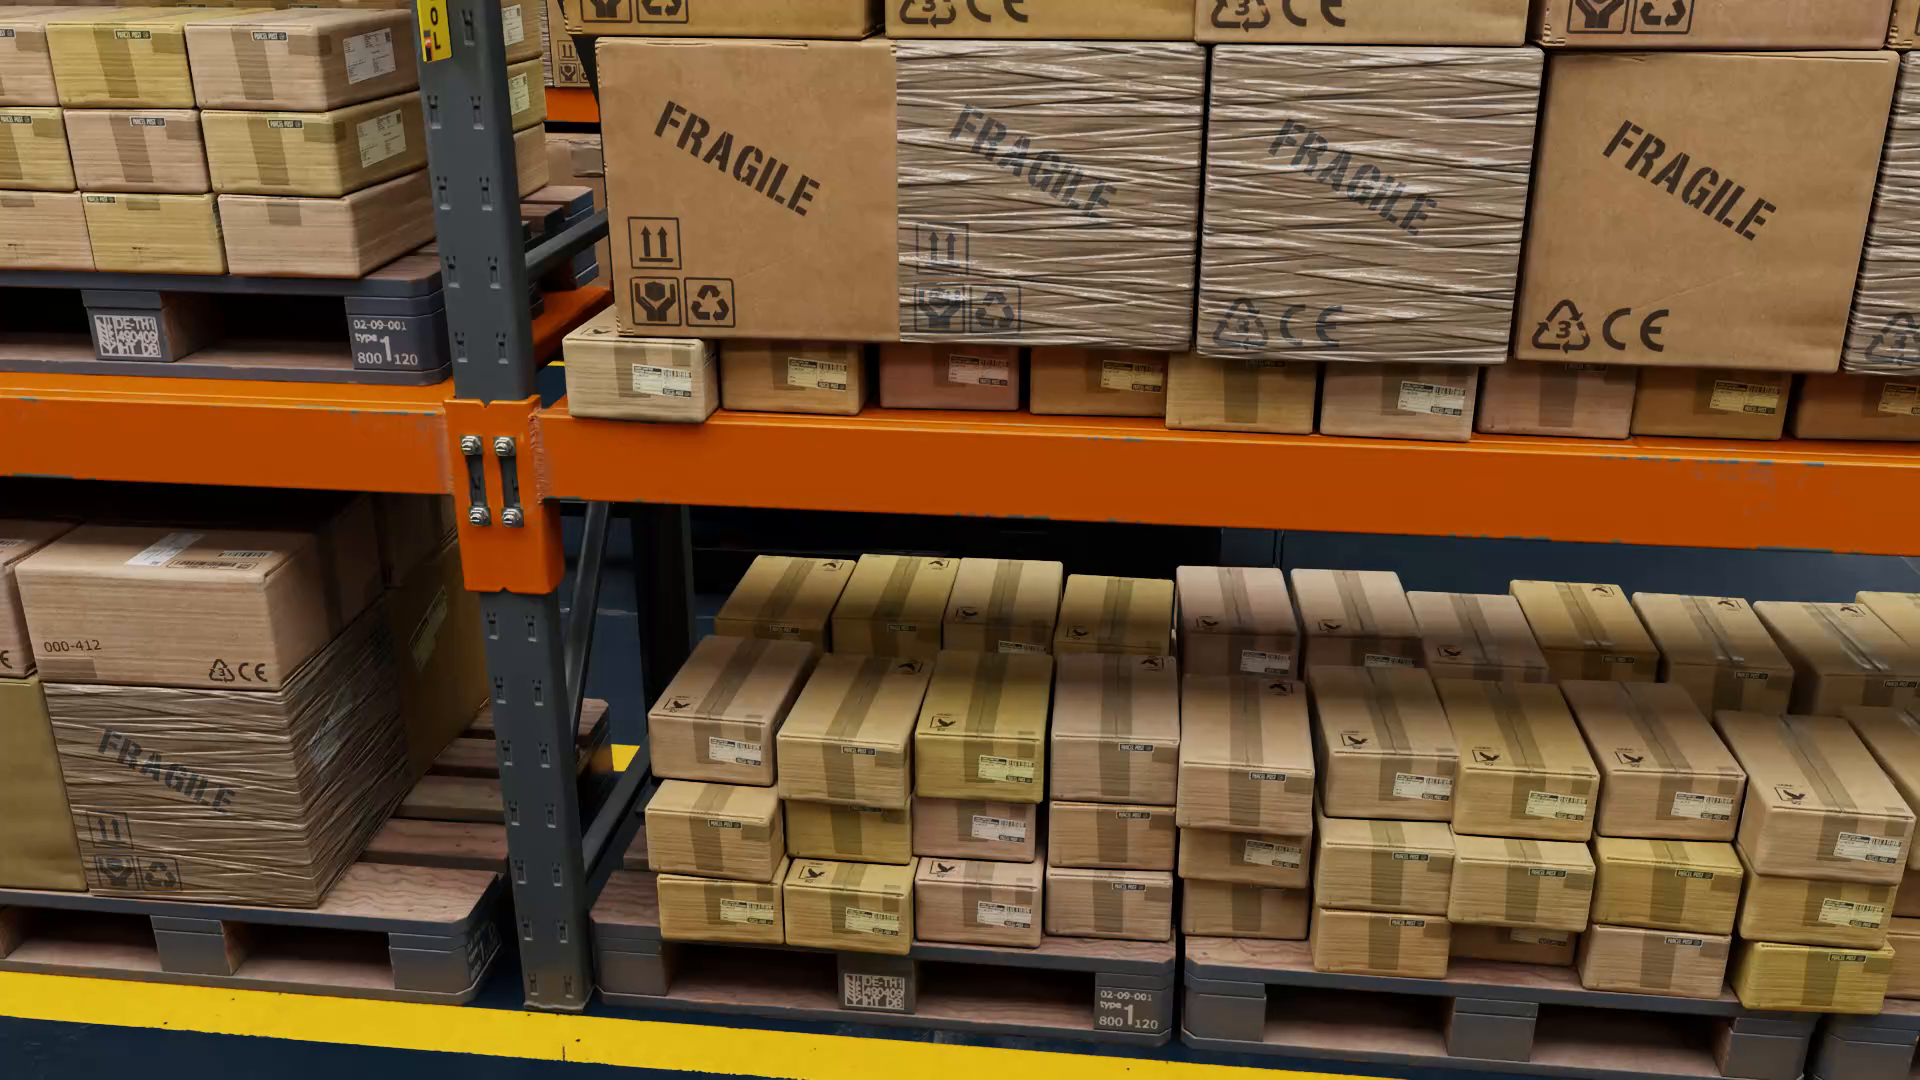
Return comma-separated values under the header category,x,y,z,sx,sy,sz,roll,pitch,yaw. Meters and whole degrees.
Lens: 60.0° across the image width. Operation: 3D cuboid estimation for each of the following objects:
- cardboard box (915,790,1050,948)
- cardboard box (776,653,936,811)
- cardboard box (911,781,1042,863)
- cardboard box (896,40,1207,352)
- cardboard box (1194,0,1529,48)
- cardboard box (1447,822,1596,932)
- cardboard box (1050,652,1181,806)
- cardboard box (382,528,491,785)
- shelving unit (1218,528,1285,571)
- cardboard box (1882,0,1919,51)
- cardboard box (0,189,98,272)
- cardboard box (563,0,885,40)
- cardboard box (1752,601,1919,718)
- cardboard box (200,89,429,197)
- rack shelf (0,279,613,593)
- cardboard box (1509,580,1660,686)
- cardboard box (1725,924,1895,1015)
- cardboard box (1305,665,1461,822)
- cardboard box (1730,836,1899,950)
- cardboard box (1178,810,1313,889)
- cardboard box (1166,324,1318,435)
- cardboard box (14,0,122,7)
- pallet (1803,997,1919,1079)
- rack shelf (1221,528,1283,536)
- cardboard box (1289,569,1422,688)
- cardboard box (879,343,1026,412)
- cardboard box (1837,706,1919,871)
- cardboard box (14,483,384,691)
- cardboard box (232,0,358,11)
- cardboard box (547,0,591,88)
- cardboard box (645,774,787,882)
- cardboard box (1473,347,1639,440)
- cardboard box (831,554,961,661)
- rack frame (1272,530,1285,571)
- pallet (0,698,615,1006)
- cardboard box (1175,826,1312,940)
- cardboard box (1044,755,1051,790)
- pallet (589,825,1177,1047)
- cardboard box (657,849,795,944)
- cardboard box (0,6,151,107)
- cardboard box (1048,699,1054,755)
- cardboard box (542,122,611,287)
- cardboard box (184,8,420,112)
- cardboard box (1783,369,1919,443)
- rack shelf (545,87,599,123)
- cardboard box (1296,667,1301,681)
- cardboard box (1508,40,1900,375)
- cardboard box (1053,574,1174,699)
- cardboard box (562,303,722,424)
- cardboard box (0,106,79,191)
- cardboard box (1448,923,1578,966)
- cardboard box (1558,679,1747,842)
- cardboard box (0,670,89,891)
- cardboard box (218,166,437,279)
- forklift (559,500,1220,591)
category,x,y,z,sx,sy,sz,roll,pitch,yaw
cardboard box,0.056,0.672,3.467,0.250,0.149,0.380,2,22,6
cardboard box,-0.201,0.383,3.389,0.250,0.149,0.380,4,22,9
cardboard box,0.045,0.505,3.484,0.250,0.149,0.380,2,22,6
cardboard box,0.169,-0.648,2.958,0.500,0.500,0.500,2,22,6
cardboard box,0.647,-1.086,2.708,0.500,0.500,0.500,3,22,7
cardboard box,1.068,0.592,3.264,0.250,0.149,0.380,3,22,7
cardboard box,0.317,0.379,3.399,0.250,0.149,0.380,2,22,5
cardboard box,-1.488,0.243,4.073,0.500,0.500,0.500,3,22,8
shelving unit,0.967,-0.296,5.464,0.210,0.900,0.258,2,22,5
cardboard box,1.682,-1.042,2.595,0.500,0.500,0.500,4,22,9
cardboard box,-1.708,-0.641,3.252,0.250,0.149,0.380,2,22,6
cardboard box,-0.366,-1.136,2.834,0.500,0.500,0.500,3,22,8
cardboard box,1.927,0.279,3.652,0.250,0.149,0.380,1,22,4
cardboard box,-1.204,-0.757,3.141,0.250,0.149,0.380,3,22,8
rack shelf,-2.772,-0.347,3.716,4.000,0.370,1.077,2,22,6
cardboard box,1.397,0.235,3.762,0.250,0.149,0.380,3,22,7
cardboard box,1.613,0.751,3.267,0.250,0.149,0.380,2,22,4
cardboard box,0.841,0.401,3.342,0.250,0.149,0.380,2,22,4
cardboard box,1.597,0.612,3.214,0.250,0.149,0.380,3,22,7
cardboard box,0.583,0.538,3.400,0.250,0.149,0.380,4,22,9
cardboard box,0.506,-0.321,3.015,0.250,0.149,0.380,3,22,7
cardboard box,-1.902,-1.169,3.778,0.250,0.149,0.380,2,22,6
pallet,2.309,0.823,3.570,1.213,0.211,1.003,2,22,6
rack shelf,0.967,-0.097,5.542,0.200,0.077,0.258,2,22,5
cardboard box,0.902,0.209,3.829,0.250,0.149,0.380,2,22,4
cardboard box,-0.006,-0.370,3.138,0.250,0.149,0.380,2,22,4
cardboard box,1.867,0.470,3.167,0.250,0.149,0.380,2,22,4
cardboard box,-1.555,0.083,3.458,0.500,0.250,0.500,2,22,5
cardboard box,-1.400,-1.145,3.718,0.250,0.149,0.380,3,22,8
cardboard box,-1.608,-2.413,7.827,0.500,0.500,0.500,2,22,6
cardboard box,-0.463,0.530,3.422,0.250,0.149,0.380,3,22,9
cardboard box,1.043,-0.313,2.993,0.250,0.149,0.380,3,22,8
cardboard box,-0.143,0.176,3.913,0.250,0.149,0.380,3,22,7
rack frame,1.069,-0.292,5.455,0.006,0.900,0.240,2,22,5
pallet,-1.559,0.669,3.962,1.213,0.211,1.003,2,22,6
cardboard box,0.585,0.663,3.488,0.250,0.149,0.380,2,22,4
cardboard box,0.162,0.458,4.009,0.250,0.149,0.380,2,22,5
pallet,-0.114,0.718,3.837,1.213,0.211,1.003,2,22,6
cardboard box,-0.462,0.668,3.476,0.250,0.149,0.380,2,22,4
cardboard box,-1.730,-0.920,3.147,0.250,0.149,0.380,2,22,5
cardboard box,0.341,0.354,3.867,0.250,0.149,0.380,3,22,7
cardboard box,-1.627,-1.668,8.397,0.875,0.875,1.225,2,22,4
cardboard box,-1.207,-0.896,3.088,0.250,0.149,0.380,3,22,9
cardboard box,1.561,-0.304,2.971,0.250,0.149,0.380,2,22,4
rack shelf,-2.087,-2.154,8.286,4.000,0.370,1.077,2,22,6
cardboard box,0.860,0.376,3.810,0.250,0.149,0.380,1,22,4
cardboard box,1.201,-0.600,2.838,0.500,0.500,0.500,4,22,9
cardboard box,0.353,0.224,3.792,0.250,0.149,0.380,3,22,8
cardboard box,-0.543,-0.347,3.078,0.250,0.149,0.380,3,22,8
cardboard box,-1.712,-0.780,3.198,0.250,0.149,0.380,3,22,9
cardboard box,1.101,0.693,3.413,0.250,0.149,0.380,3,22,8
cardboard box,1.345,0.427,3.277,0.250,0.149,0.380,2,22,4
cardboard box,-2.059,0.410,3.652,0.500,0.500,0.500,2,22,5
cardboard box,-1.203,-0.618,3.195,0.250,0.149,0.380,2,22,5
forklift,-0.627,-1.384,5.454,3.031,2.935,1.130,2,22,5
